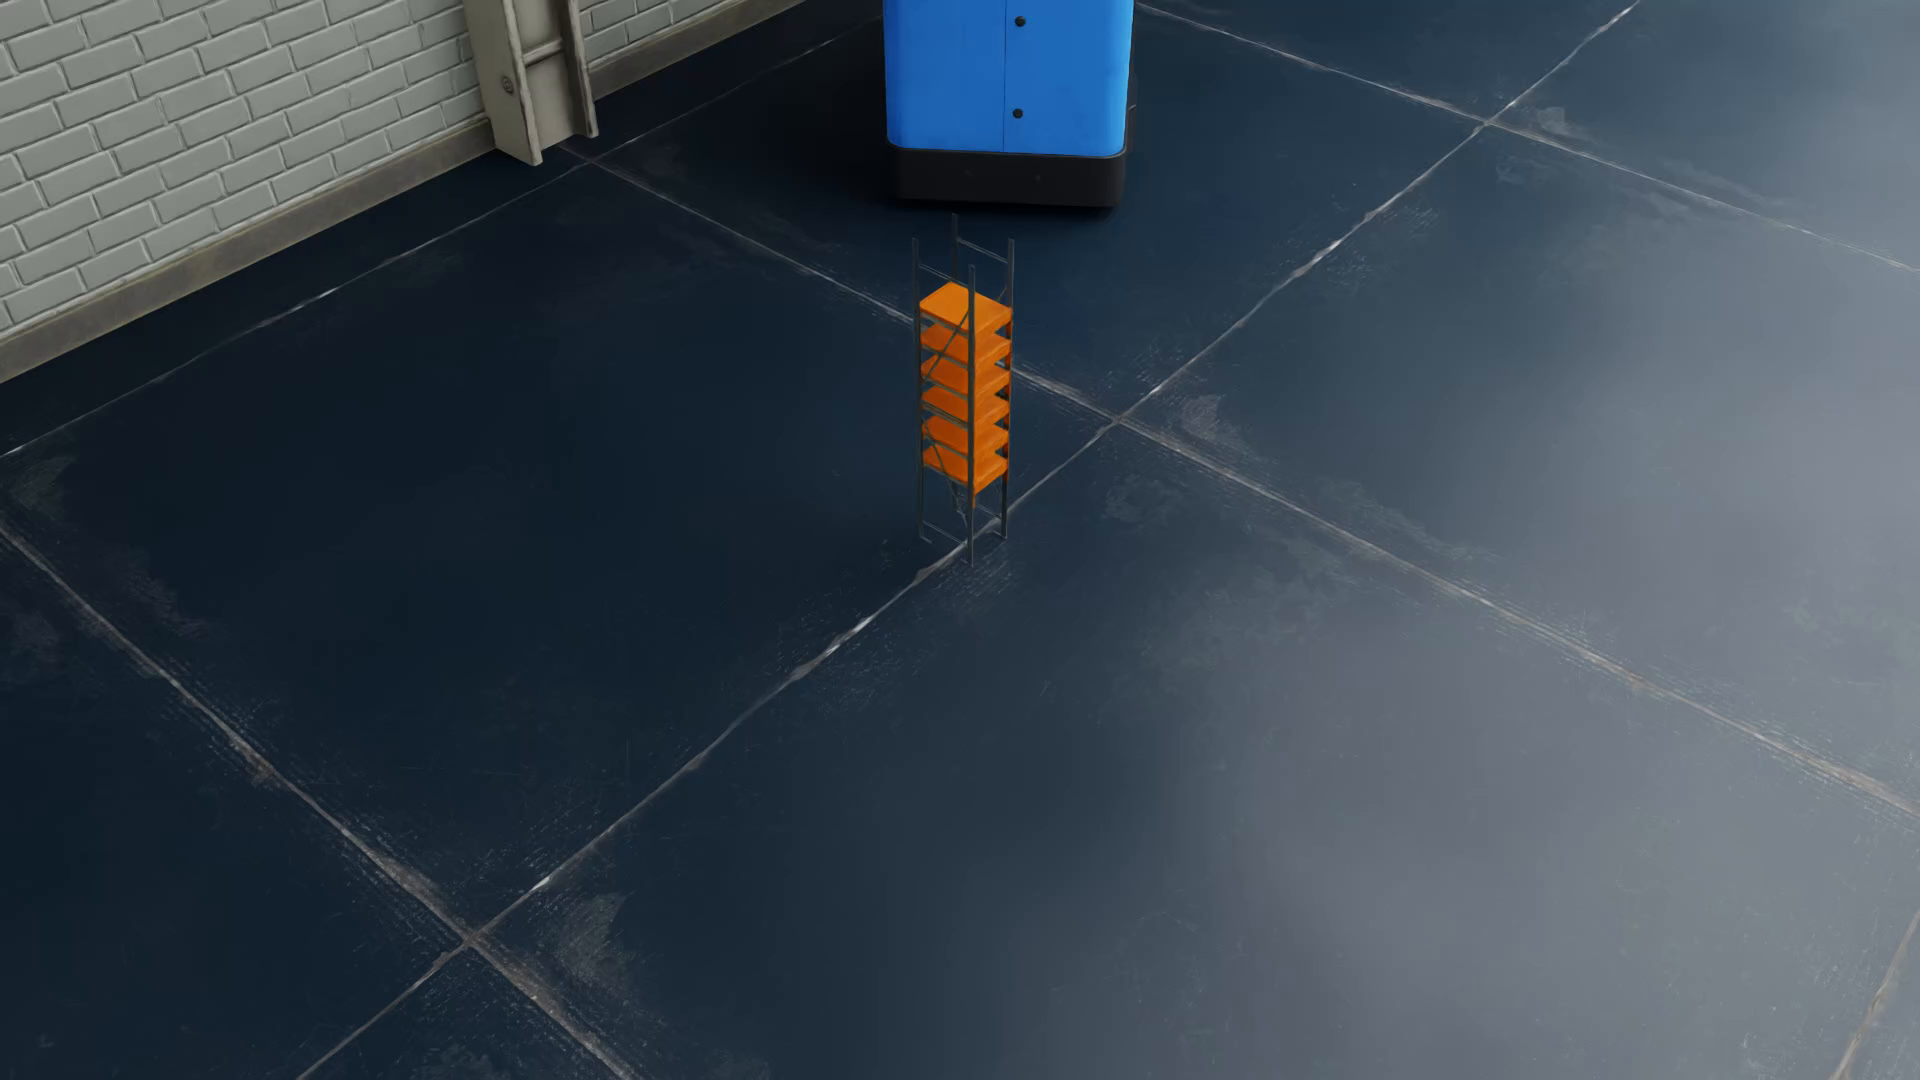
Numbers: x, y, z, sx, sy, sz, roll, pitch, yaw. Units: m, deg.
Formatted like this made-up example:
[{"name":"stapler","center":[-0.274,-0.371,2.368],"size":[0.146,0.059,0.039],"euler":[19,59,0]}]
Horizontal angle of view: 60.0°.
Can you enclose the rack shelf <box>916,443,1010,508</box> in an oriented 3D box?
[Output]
[{"name":"rack shelf","center":[0.009,-0.241,5.546],"size":[0.258,0.103,0.180],"euler":[29,50,28]}]

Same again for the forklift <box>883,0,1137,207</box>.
[{"name":"forklift","center":[0.316,-3.518,7.440],"size":[1.130,2.935,3.031],"euler":[3,42,4]}]

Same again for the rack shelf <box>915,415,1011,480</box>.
[{"name":"rack shelf","center":[0.009,-0.330,5.465],"size":[0.258,0.103,0.180],"euler":[29,50,28]}]

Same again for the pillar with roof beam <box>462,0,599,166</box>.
[{"name":"pillar with roof beam","center":[1.349,-3.349,2.744],"size":[9.100,9.000,0.400],"euler":[29,50,28]}]

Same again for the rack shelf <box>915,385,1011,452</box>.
[{"name":"rack shelf","center":[0.009,-0.419,5.384],"size":[0.258,0.103,0.180],"euler":[29,50,28]}]

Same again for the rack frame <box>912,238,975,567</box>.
[{"name":"rack frame","center":[-0.050,-0.404,5.303],"size":[0.240,1.200,0.006],"euler":[29,50,28]}]

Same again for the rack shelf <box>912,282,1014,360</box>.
[{"name":"rack shelf","center":[0.009,-0.685,5.142],"size":[0.258,0.103,0.180],"euler":[29,50,28]}]

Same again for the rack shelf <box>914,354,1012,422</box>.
[{"name":"rack shelf","center":[0.009,-0.507,5.304],"size":[0.258,0.103,0.180],"euler":[29,50,28]}]

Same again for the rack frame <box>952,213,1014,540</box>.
[{"name":"rack frame","center":[0.068,-0.498,5.406],"size":[0.240,1.200,0.006],"euler":[29,50,28]}]

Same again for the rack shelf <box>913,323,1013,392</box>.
[{"name":"rack shelf","center":[0.009,-0.596,5.223],"size":[0.258,0.103,0.180],"euler":[29,50,28]}]

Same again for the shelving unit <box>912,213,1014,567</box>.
[{"name":"shelving unit","center":[0.009,-0.451,5.355],"size":[0.258,1.200,0.189],"euler":[29,50,28]}]
